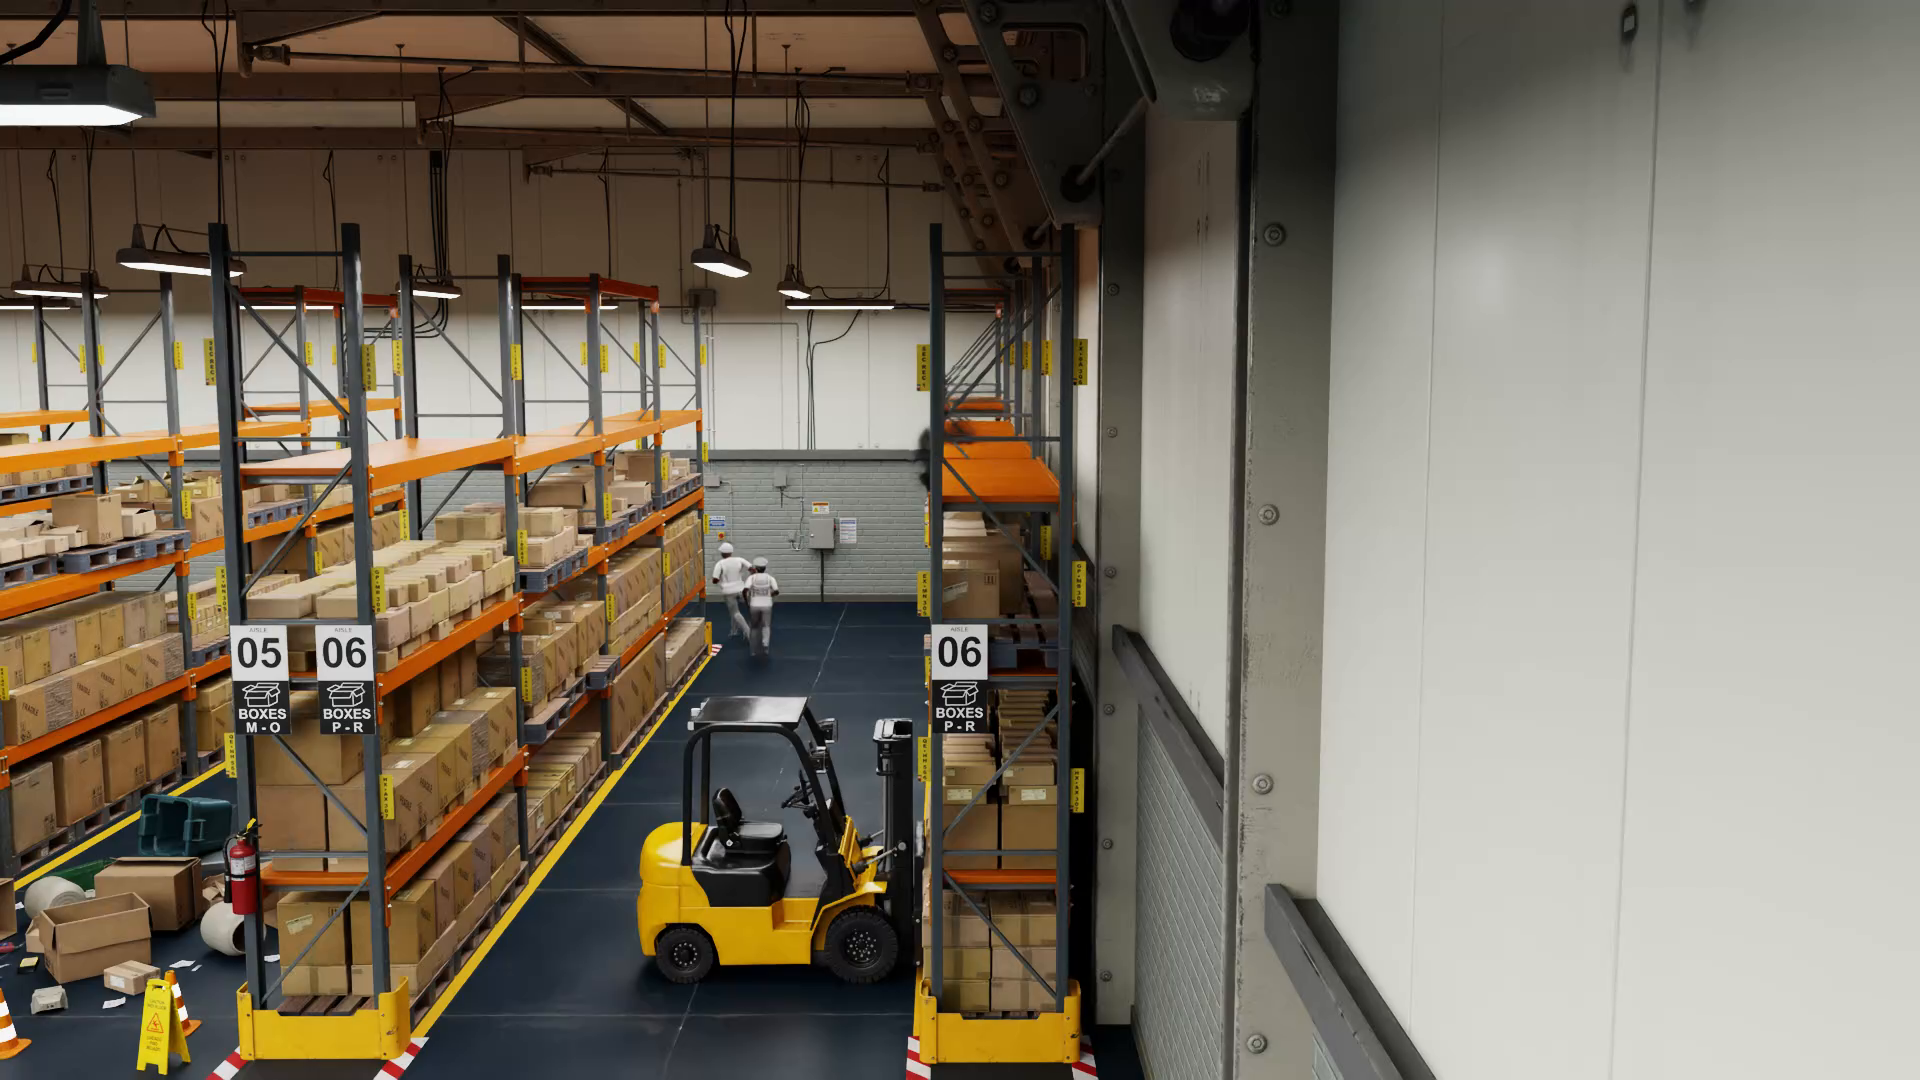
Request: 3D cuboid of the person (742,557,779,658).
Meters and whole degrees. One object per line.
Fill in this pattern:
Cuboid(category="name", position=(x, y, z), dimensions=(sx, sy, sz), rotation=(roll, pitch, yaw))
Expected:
Cuboid(category="person", position=(-3.281, 1.128, 27.383), dimensions=(0.603, 1.691, 0.864), rotation=(-1, 7, -7))

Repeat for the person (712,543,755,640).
Cuboid(category="person", position=(-3.993, 0.912, 28.988), dimensions=(0.740, 1.746, 0.929), rotation=(-6, 9, -39))
